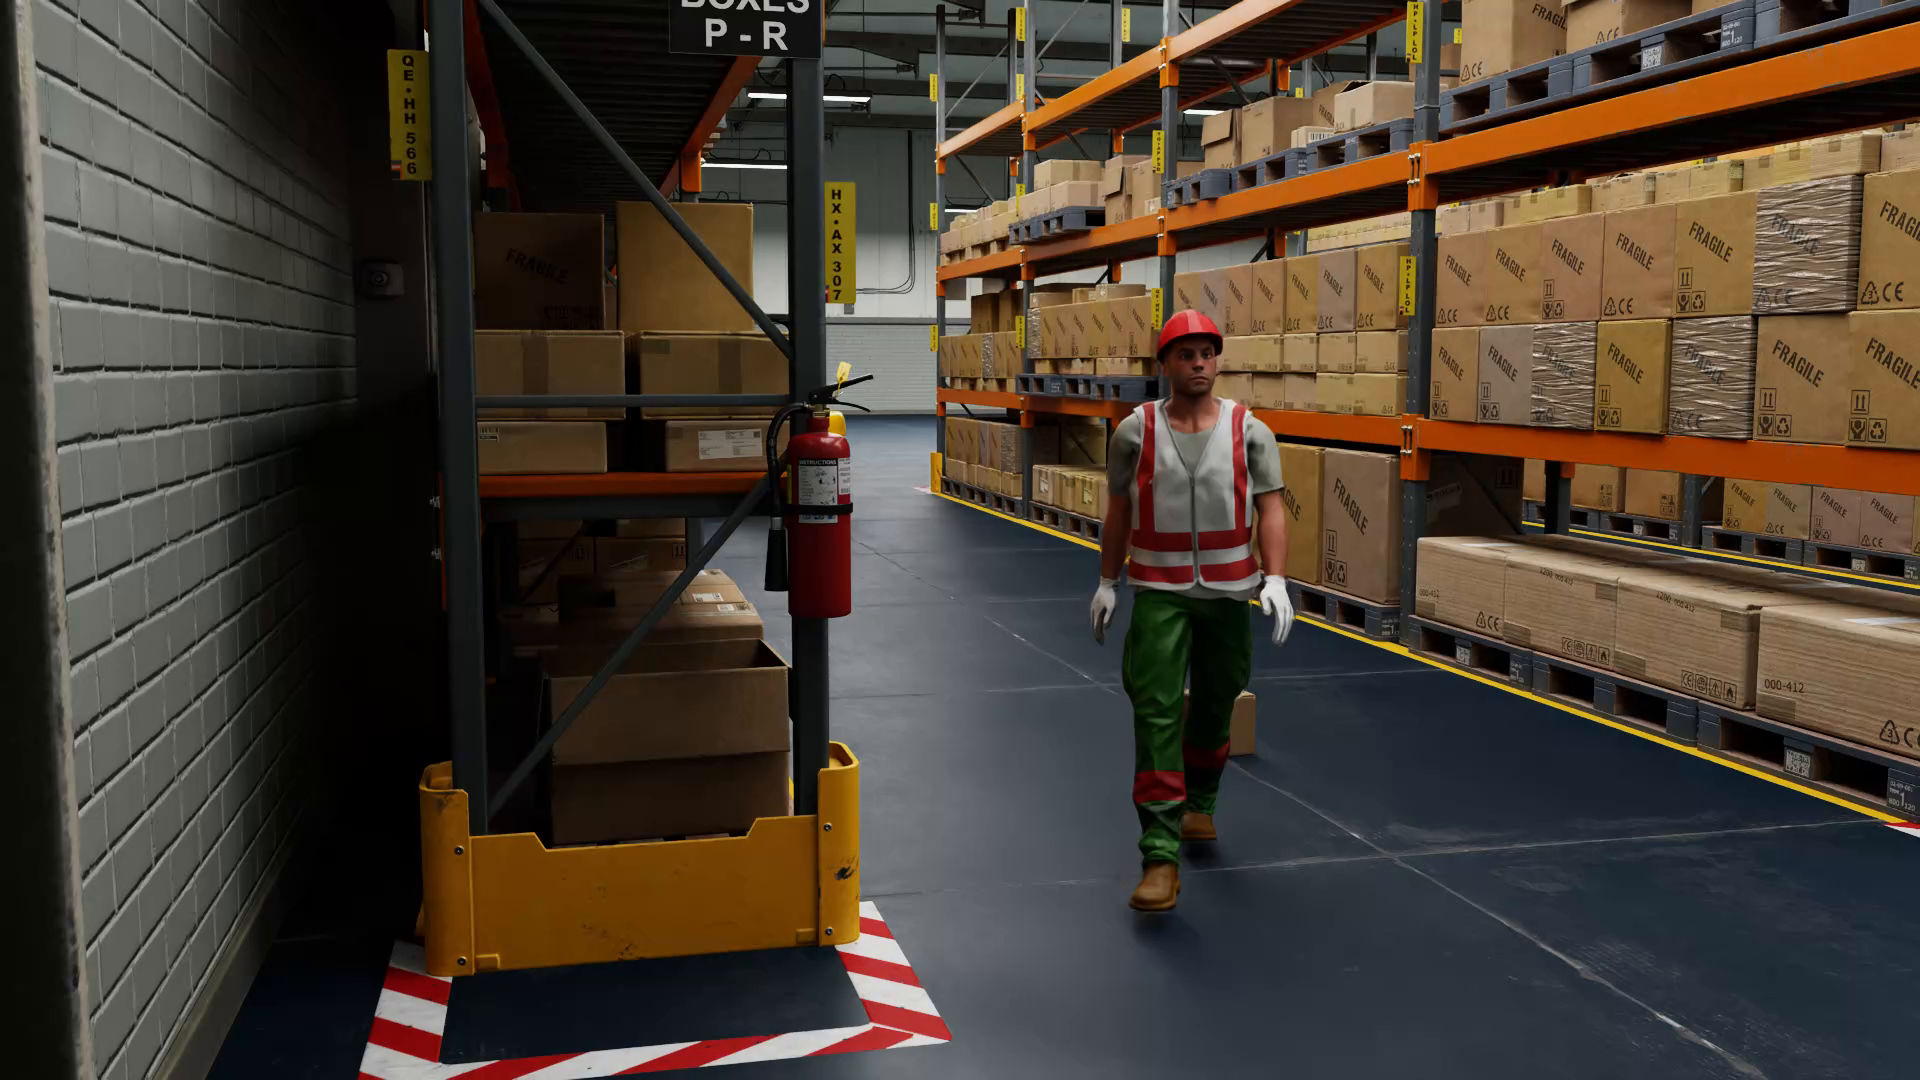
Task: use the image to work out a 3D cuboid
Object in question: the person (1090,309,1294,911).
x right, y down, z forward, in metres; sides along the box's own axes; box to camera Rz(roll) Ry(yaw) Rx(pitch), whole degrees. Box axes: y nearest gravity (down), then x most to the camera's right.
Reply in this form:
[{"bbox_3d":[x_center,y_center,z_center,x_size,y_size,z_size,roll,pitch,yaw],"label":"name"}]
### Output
[{"bbox_3d":[0.709,0.162,5.073,0.588,1.727,1.036,0,6,1],"label":"person"}]
